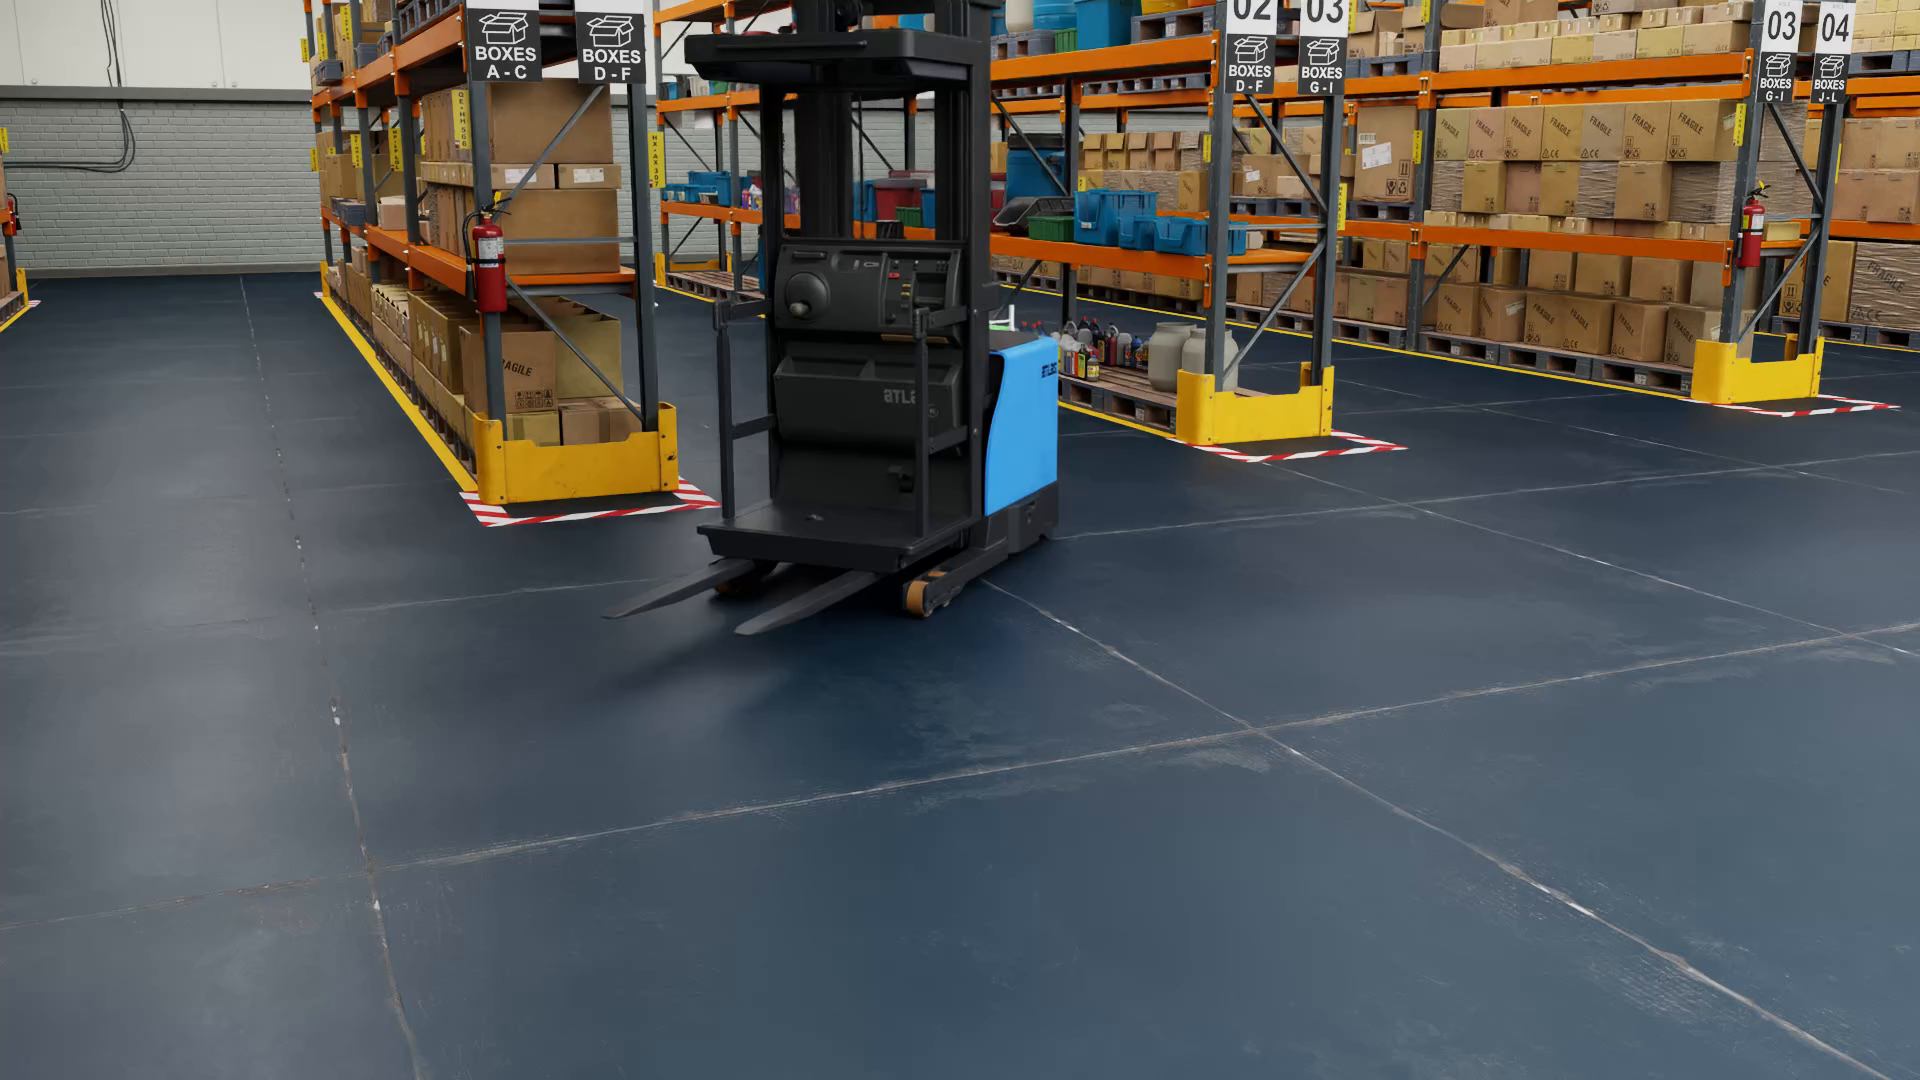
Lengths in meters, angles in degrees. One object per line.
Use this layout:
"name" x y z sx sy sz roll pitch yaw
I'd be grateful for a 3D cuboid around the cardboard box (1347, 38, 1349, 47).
"cardboard box" 4.370 -5.772 19.176 0.500 0.500 0.500 -5 14 -22

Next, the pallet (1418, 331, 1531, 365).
"pallet" 5.454 -1.983 16.969 1.003 0.211 1.213 -6 14 -23

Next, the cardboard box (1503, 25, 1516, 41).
"cardboard box" 5.396 -4.811 15.800 0.380 0.149 0.250 -5 14 -21

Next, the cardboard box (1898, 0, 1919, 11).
"cardboard box" 9.982 -5.568 17.260 0.380 0.149 0.250 -5 14 -22

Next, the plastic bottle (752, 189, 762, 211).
"plastic bottle" -2.608 -4.416 21.574 0.152 0.276 0.135 -6 14 -23

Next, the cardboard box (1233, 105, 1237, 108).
"cardboard box" 4.876 -7.656 28.976 0.500 0.250 0.500 -5 14 -21

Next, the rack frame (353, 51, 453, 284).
"rack frame" -5.528 -3.409 16.948 1.000 3.000 0.127 -6 14 -23

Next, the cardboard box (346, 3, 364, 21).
"cardboard box" -6.460 -5.613 18.443 0.600 0.600 0.600 -6 14 -25

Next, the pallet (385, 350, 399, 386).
"pallet" -4.749 -1.626 15.425 1.003 0.211 1.213 -6 14 -23

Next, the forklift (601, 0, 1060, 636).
"forklift" -0.517 -1.193 7.522 1.130 2.935 3.031 6 14 23

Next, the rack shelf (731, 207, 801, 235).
"rack shelf" -1.789 -3.919 20.745 1.077 0.370 4.000 -6 14 -23

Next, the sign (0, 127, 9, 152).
"sign" -12.768 -5.340 22.195 0.100 0.325 0.005 -6 14 -23

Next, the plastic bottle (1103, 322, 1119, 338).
"plastic bottle" 1.342 -1.740 14.635 0.144 0.351 0.185 -6 14 -23

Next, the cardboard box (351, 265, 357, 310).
"cardboard box" -6.936 -3.001 19.753 0.500 0.500 0.500 -5 14 -22

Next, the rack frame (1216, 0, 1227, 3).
"rack frame" 2.216 -5.126 11.060 1.000 3.000 0.127 -6 14 -23

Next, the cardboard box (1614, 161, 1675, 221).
"cardboard box" 6.249 -3.053 14.526 0.875 0.500 0.500 -6 14 -23

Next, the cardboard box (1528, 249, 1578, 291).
"cardboard box" 8.297 -3.705 22.284 1.050 0.750 0.750 -6 14 -24

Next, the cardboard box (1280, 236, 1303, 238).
"cardboard box" 5.563 -5.036 28.050 0.380 0.149 0.250 -6 14 -23

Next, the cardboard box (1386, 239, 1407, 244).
"cardboard box" 6.802 -4.623 25.140 0.500 0.250 0.500 -5 14 -21

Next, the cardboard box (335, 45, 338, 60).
"cardboard box" -7.574 -5.944 20.469 0.500 0.250 0.500 -6 14 -23

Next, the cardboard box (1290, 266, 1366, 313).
"cardboard box" 4.304 -2.933 19.459 0.700 0.500 0.500 -4 14 -18

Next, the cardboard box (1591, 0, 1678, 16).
"cardboard box" 5.902 -4.846 14.515 0.500 0.500 0.500 -6 14 -23

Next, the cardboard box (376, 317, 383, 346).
"cardboard box" -5.385 -2.036 16.181 0.500 0.250 0.500 -6 14 -25

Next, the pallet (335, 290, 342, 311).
"pallet" -7.897 -3.272 22.538 1.003 0.211 1.213 -6 14 -23

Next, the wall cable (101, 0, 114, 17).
"wall cable" -12.730 -9.930 27.502 3.097 2.526 0.112 -6 14 -23

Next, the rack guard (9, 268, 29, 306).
"rack guard" -13.280 -3.401 22.456 1.175 0.500 0.348 -6 14 -23

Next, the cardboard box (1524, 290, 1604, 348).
"cardboard box" 5.833 -2.139 16.070 0.500 0.500 0.500 -7 15 -28

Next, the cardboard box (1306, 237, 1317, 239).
"cardboard box" 6.045 -5.023 27.992 0.380 0.149 0.250 -6 14 -25

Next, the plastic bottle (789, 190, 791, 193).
"plastic bottle" -2.071 -4.152 20.414 0.061 0.283 0.133 -6 14 -23

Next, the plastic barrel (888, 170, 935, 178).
"plastic barrel" -0.525 -3.854 18.567 0.600 0.536 0.708 -6 14 -23

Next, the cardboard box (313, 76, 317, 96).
"cardboard box" -8.572 -6.217 22.759 0.500 0.250 0.500 -6 14 -23

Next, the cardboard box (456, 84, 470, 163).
"cardboard box" -2.938 -2.758 11.035 0.700 0.500 0.500 -6 14 -23

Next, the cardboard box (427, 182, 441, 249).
"cardboard box" -3.742 -2.541 12.973 0.700 0.500 0.500 -6 14 -24

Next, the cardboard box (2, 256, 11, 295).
"cardboard box" -12.898 -3.465 21.802 0.700 0.500 0.500 -6 14 -23

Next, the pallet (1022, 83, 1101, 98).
"pallet" 1.630 -6.718 24.788 1.003 0.211 1.213 -6 14 -23

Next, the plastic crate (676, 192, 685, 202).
"plastic crate" -4.071 -5.115 24.769 0.250 0.136 0.298 -6 14 -23

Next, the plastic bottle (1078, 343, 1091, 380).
"plastic bottle" 1.015 -1.456 13.559 0.061 0.283 0.133 -5 14 -22

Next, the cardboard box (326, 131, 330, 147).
"cardboard box" -7.778 -4.958 21.202 0.500 0.500 0.500 -6 14 -24

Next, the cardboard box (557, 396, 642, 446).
"cardboard box" -2.335 -0.752 10.635 0.500 0.250 0.500 -6 14 -23

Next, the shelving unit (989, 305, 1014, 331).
"shelving unit" 0.033 -0.724 9.337 0.258 1.200 0.503 -13 18 -43

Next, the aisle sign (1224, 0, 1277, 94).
"aisle sign" 1.973 -3.428 11.264 0.394 0.787 0.004 -6 14 -23

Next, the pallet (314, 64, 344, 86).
"pallet" -6.934 -5.465 19.592 1.213 0.211 1.003 -6 14 -23

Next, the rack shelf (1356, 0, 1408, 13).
"rack shelf" 5.732 -8.541 27.418 1.077 0.370 4.000 -6 14 -23

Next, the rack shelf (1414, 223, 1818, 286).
"rack shelf" 5.953 -2.713 15.536 1.077 0.370 4.000 -6 14 -23

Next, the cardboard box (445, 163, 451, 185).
"cardboard box" -3.372 -2.555 11.597 0.380 0.149 0.250 -6 14 -23

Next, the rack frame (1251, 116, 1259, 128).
"rack frame" 4.930 -6.383 29.798 1.000 3.000 0.127 -6 14 -23

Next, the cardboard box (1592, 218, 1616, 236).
"cardboard box" 5.936 -2.825 14.981 0.380 0.149 0.250 -6 14 -23

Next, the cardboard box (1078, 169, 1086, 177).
"cardboard box" 1.903 -5.061 23.862 0.500 0.500 0.500 -6 14 -23

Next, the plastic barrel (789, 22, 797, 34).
"plastic barrel" -1.836 -5.941 20.001 0.433 0.535 0.433 0 13 0

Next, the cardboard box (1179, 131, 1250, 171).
"cardboard box" 3.272 -4.993 21.346 0.797 0.503 0.637 -5 14 -21

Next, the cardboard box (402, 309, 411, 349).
"cardboard box" -4.351 -1.779 13.827 0.500 0.311 0.500 -6 14 -23

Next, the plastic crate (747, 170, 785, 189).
"plastic crate" -2.718 -4.950 23.330 0.402 0.464 0.583 -6 14 -23

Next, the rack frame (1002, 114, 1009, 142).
"rack frame" 0.345 -5.956 27.952 1.000 3.000 0.127 -6 14 -23

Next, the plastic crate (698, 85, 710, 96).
"plastic crate" -3.449 -6.244 23.127 0.293 0.136 0.466 -6 14 -23
